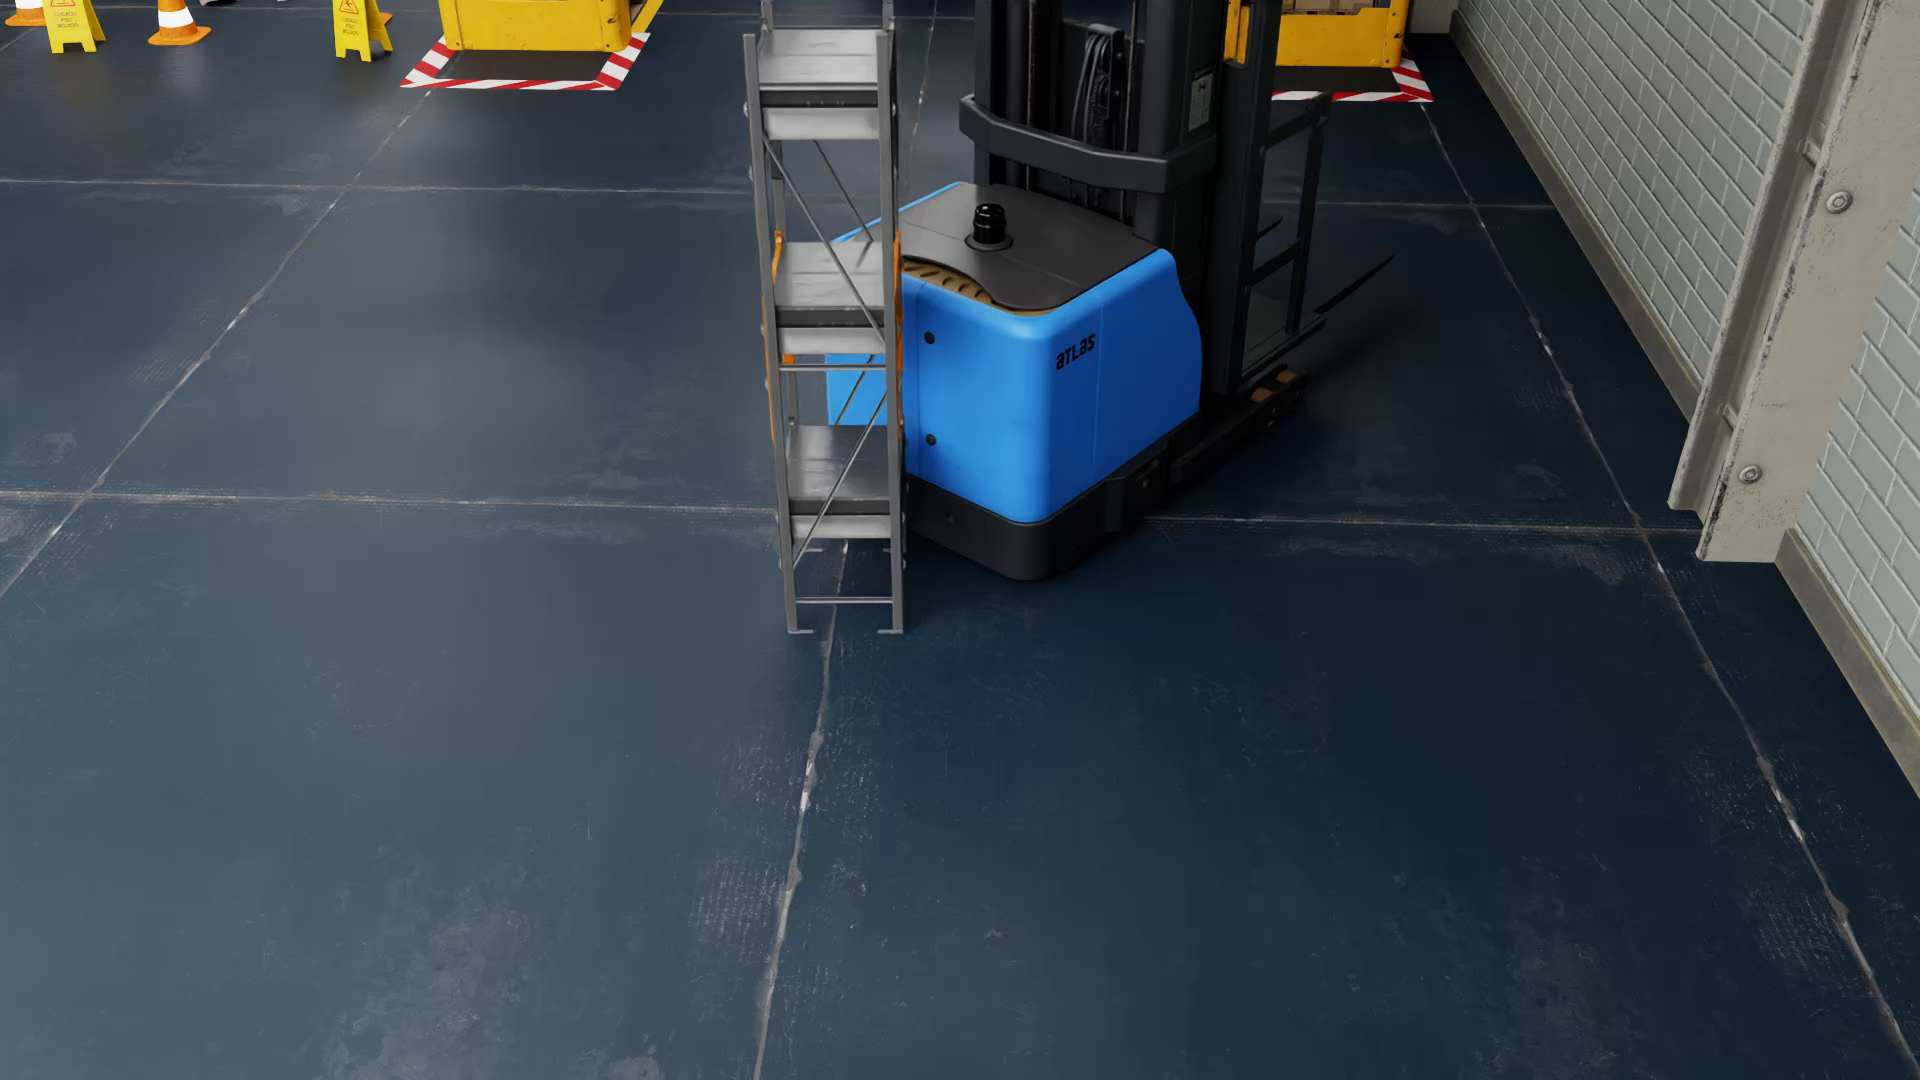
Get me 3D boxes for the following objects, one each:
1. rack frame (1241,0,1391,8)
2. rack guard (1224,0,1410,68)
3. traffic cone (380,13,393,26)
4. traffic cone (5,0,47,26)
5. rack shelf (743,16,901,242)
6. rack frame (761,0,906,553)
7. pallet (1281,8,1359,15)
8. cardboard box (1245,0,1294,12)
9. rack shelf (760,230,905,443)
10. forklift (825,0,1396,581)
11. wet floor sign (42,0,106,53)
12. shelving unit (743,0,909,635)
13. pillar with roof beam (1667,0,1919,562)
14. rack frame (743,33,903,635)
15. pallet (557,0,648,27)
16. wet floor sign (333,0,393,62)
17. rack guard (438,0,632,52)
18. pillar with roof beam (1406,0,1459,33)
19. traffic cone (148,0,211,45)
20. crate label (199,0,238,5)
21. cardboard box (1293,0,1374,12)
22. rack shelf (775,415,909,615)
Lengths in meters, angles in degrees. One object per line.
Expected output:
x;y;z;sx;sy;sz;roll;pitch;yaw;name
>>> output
2.207;-4.330;9.802;1.000;3.000;0.127;1;35;2;rack frame
2.206;-3.293;10.501;1.175;0.500;0.348;1;35;2;rack guard
-4.025;-3.681;11.086;0.336;0.463;0.334;1;35;2;traffic cone
-6.263;-3.733;11.159;0.336;0.463;0.334;1;35;2;traffic cone
-0.399;-1.236;4.988;0.431;0.518;0.480;0;35;0;rack shelf
-0.400;-0.814;5.583;0.400;2.100;0.015;0;35;0;rack frame
2.196;-3.629;11.230;1.003;0.211;1.213;1;35;2;pallet
1.910;-3.654;10.866;0.500;0.250;0.500;2;35;2;cardboard box
-0.399;-0.663;5.391;0.431;0.518;0.480;0;35;0;rack shelf
0.819;-1.831;6.306;1.130;2.935;3.031;26;42;32;forklift
-5.726;-3.473;10.630;0.267;0.644;0.232;-4;35;-6;wet floor sign
-0.399;-0.674;5.383;0.431;2.100;0.503;0;35;0;shelving unit
-1.407;-3.816;3.853;9.100;9.000;0.400;1;35;2;pillar with roof beam
-0.397;-0.534;5.183;0.400;2.100;0.015;0;35;0;rack frame
-2.682;-3.811;11.489;1.003;0.211;1.213;1;35;2;pallet
-3.830;-3.395;10.519;0.267;0.644;0.232;13;37;18;wet floor sign
-2.750;-3.463;10.743;1.175;0.500;0.348;1;35;2;rack guard
-1.166;-7.263;8.758;9.100;9.000;0.400;1;35;2;pillar with roof beam
-5.147;-3.512;10.844;0.336;0.463;0.334;1;35;2;traffic cone
-5.178;-3.831;11.582;0.250;0.136;0.298;-17;38;-22;crate label
2.422;-3.654;10.867;0.500;0.250;0.500;1;35;2;cardboard box
-0.399;-0.090;5.793;0.431;0.518;0.480;0;35;0;rack shelf
